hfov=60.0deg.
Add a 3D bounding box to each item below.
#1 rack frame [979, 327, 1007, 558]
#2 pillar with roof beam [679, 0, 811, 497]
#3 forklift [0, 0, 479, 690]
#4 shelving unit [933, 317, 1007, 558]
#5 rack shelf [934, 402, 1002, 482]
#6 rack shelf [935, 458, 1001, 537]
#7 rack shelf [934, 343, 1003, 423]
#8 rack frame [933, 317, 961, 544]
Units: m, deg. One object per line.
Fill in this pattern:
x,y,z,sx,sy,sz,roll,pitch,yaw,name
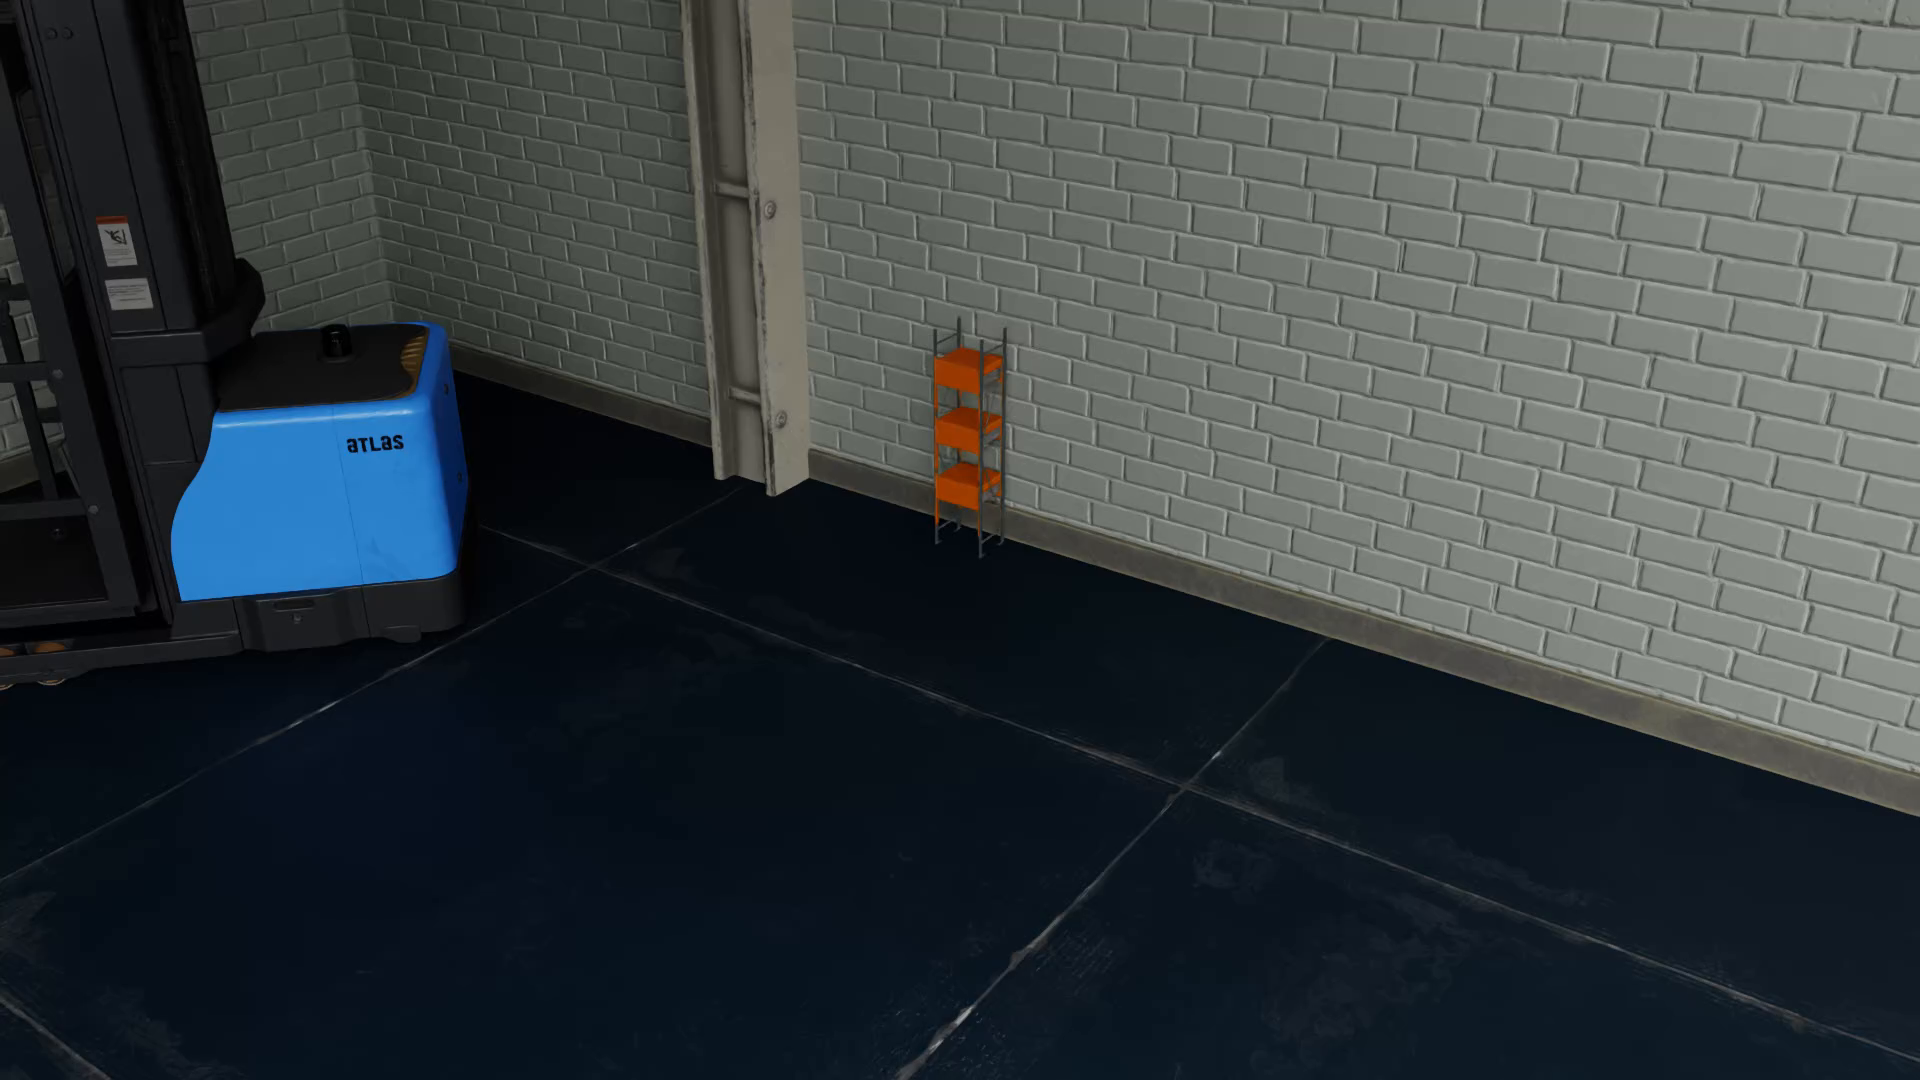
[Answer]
0.145,-0.423,7.423,0.008,1.050,0.200,17,32,30,rack frame
-3.427,-2.721,3.175,0.400,9.000,9.100,17,32,30,pillar with roof beam
-3.629,-0.972,6.429,3.031,2.935,1.130,-5,27,-10,forklift
0.044,-0.454,7.485,0.252,1.050,0.215,17,32,30,shelving unit
0.044,-0.445,7.490,0.240,0.259,0.215,17,32,30,rack shelf
0.044,-0.197,7.616,0.240,0.259,0.215,17,32,30,rack shelf
0.044,-0.698,7.361,0.240,0.259,0.215,17,32,30,rack shelf
-0.056,-0.485,7.546,0.008,1.050,0.200,17,32,30,rack frame
